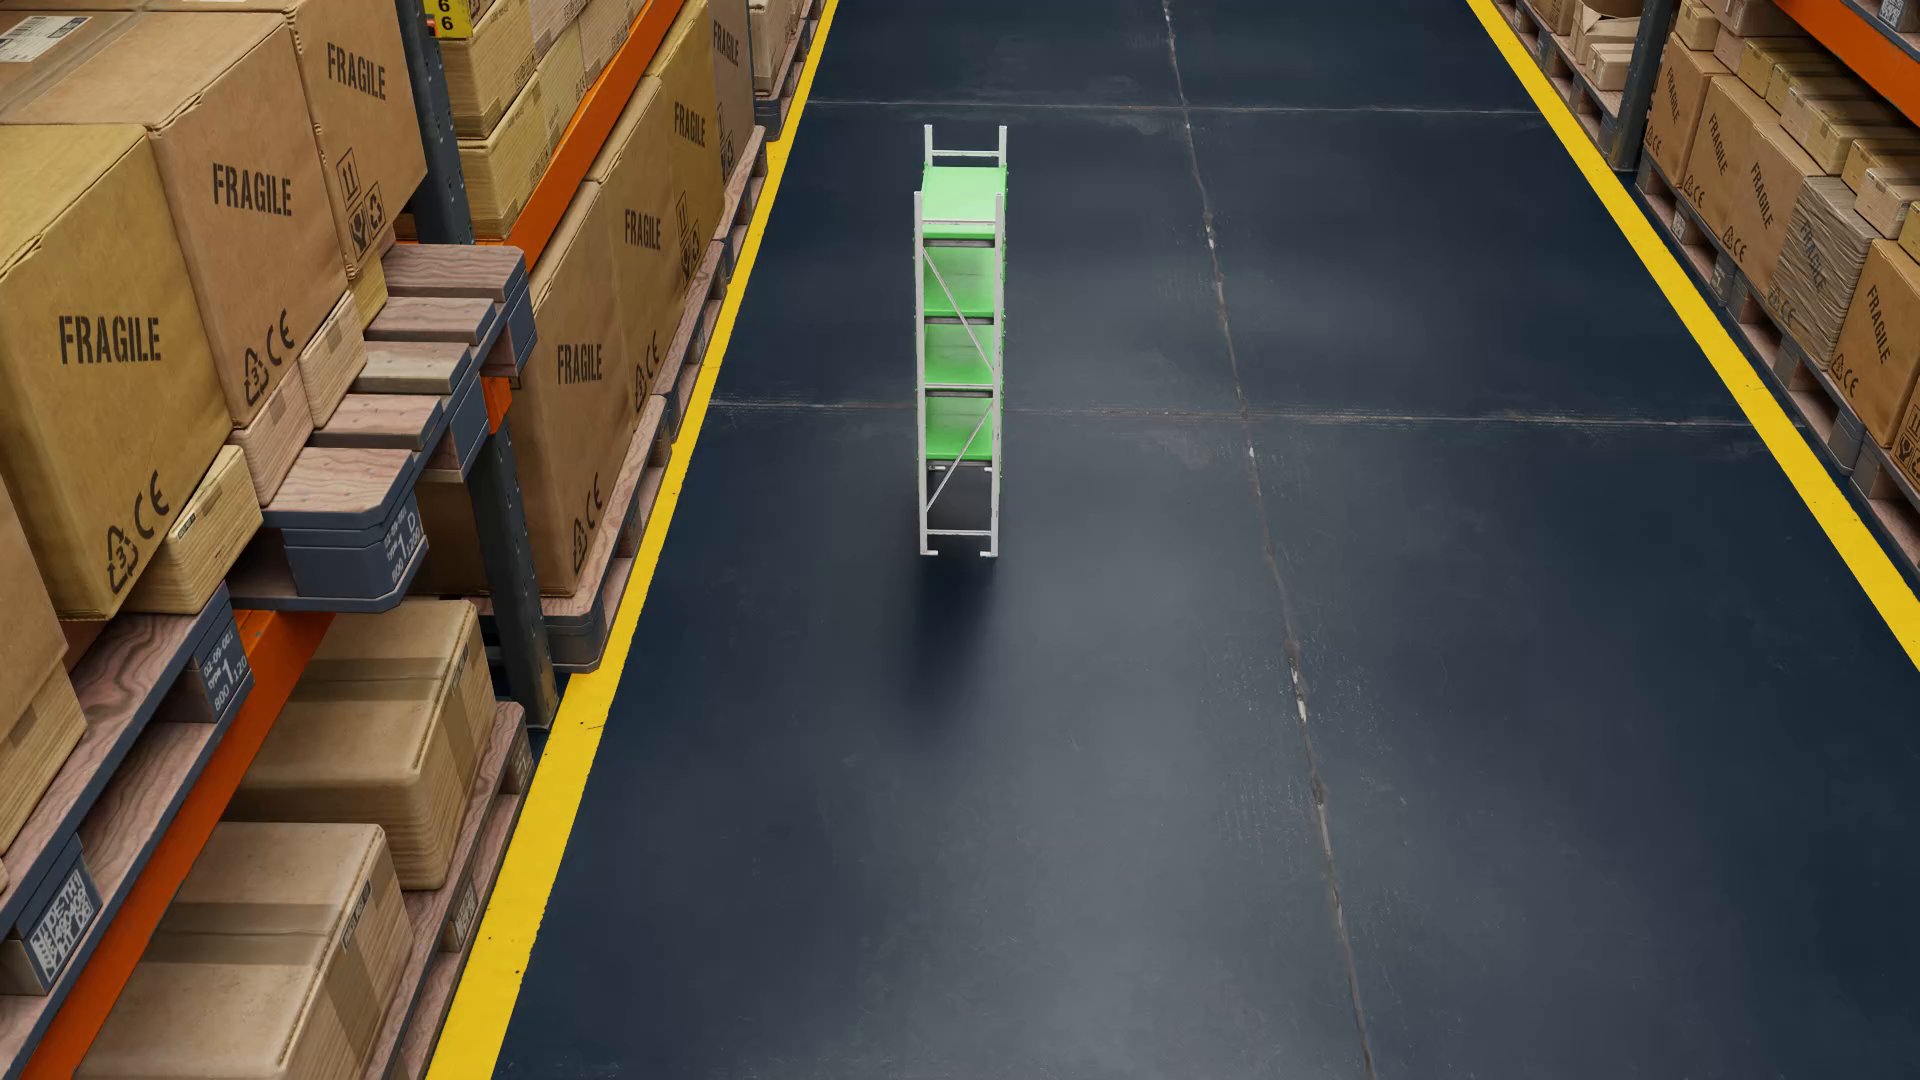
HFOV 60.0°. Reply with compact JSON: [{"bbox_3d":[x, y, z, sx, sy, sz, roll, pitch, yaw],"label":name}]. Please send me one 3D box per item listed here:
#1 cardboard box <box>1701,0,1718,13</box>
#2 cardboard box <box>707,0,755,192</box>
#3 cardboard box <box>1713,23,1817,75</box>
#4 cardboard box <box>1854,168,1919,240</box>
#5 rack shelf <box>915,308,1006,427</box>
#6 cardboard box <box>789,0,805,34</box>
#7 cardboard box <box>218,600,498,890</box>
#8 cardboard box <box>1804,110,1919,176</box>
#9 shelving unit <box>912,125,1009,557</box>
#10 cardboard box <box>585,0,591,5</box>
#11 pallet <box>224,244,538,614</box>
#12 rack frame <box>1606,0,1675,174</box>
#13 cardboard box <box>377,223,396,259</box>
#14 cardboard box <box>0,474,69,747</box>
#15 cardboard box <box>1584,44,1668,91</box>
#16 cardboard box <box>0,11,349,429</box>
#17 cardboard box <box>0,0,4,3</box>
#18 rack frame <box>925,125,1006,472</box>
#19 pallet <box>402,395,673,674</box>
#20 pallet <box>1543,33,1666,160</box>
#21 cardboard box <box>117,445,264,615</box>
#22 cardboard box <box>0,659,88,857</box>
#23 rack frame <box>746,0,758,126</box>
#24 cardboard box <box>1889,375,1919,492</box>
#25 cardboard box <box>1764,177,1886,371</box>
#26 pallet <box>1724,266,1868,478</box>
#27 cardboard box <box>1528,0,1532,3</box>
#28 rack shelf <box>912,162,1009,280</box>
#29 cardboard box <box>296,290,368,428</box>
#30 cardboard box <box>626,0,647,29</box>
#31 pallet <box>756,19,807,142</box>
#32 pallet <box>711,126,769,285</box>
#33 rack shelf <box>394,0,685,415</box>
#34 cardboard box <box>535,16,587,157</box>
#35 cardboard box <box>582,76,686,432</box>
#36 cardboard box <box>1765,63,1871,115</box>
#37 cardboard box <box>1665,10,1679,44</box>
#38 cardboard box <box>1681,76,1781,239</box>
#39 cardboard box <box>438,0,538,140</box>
[{"bbox_3d":[3.290,-2.274,6.862,0.380,0.149,0.250,1,35,1],"label":"cardboard box"},{"bbox_3d":[-1.396,-1.996,6.964,0.875,0.875,0.875,2,35,3],"label":"cardboard box"},{"bbox_3d":[3.295,-1.992,6.721,0.380,0.149,0.250,0,35,1],"label":"cardboard box"},{"bbox_3d":[3.197,-1.106,5.459,0.380,0.149,0.250,0,35,0],"label":"cardboard box"},{"bbox_3d":[0.007,-0.534,5.077,0.258,0.148,0.480,1,35,2],"label":"rack shelf"},{"bbox_3d":[-1.283,-3.047,8.840,0.875,0.438,0.875,0,35,0],"label":"cardboard box"},{"bbox_3d":[-1.644,0.475,3.886,0.950,0.372,0.625,-1,35,-1],"label":"cardboard box"},{"bbox_3d":[3.239,-1.402,5.880,0.380,0.149,0.250,3,35,4],"label":"cardboard box"},{"bbox_3d":[0.007,-0.586,5.040,0.258,1.200,0.503,1,35,2],"label":"shelving unit"},{"bbox_3d":[-1.290,-1.765,4.848,0.500,0.250,0.500,1,35,2],"label":"cardboard box"},{"bbox_3d":[-1.533,-0.263,3.182,1.213,0.211,1.003,1,35,2],"label":"pallet"},{"bbox_3d":[3.509,-2.939,6.823,1.000,3.000,0.127,1,35,2],"label":"rack frame"},{"bbox_3d":[-1.389,-0.628,3.389,0.380,0.149,0.250,3,35,4],"label":"cardboard box"},{"bbox_3d":[-1.404,0.081,1.815,0.500,0.500,0.500,0,35,0],"label":"cardboard box"},{"bbox_3d":[3.238,-2.271,7.987,0.380,0.149,0.250,0,35,0],"label":"cardboard box"},{"bbox_3d":[-1.362,-0.523,2.674,0.500,0.500,0.500,1,35,1],"label":"cardboard box"},{"bbox_3d":[-1.861,-0.834,3.118,0.500,0.500,0.500,0,35,1],"label":"cardboard box"},{"bbox_3d":[0.016,-0.726,5.240,0.240,1.200,0.015,1,35,2],"label":"rack frame"},{"bbox_3d":[-1.504,-0.063,5.157,1.003,0.211,1.213,1,35,2],"label":"pallet"},{"bbox_3d":[3.538,-2.192,8.186,1.003,0.211,1.213,1,35,2],"label":"pallet"},{"bbox_3d":[-1.308,-0.024,2.529,0.380,0.149,0.250,2,35,3],"label":"cardboard box"},{"bbox_3d":[-1.372,0.264,2.119,0.380,0.149,0.250,0,35,0],"label":"cardboard box"},{"bbox_3d":[-1.451,-3.051,6.983,1.000,3.000,0.127,1,35,2],"label":"rack frame"},{"bbox_3d":[3.181,-0.325,4.912,0.500,0.500,0.500,1,35,1],"label":"cardboard box"},{"bbox_3d":[3.202,-0.925,5.765,0.500,0.500,0.500,0,35,0],"label":"cardboard box"},{"bbox_3d":[3.468,-0.627,5.958,1.003,0.211,1.213,1,35,2],"label":"pallet"},{"bbox_3d":[3.356,-3.245,9.067,0.500,0.500,0.500,2,35,3],"label":"cardboard box"},{"bbox_3d":[0.007,-0.926,4.801,0.258,0.148,0.480,1,35,2],"label":"rack shelf"},{"bbox_3d":[-1.293,-0.327,2.960,0.380,0.149,0.250,1,35,1],"label":"cardboard box"},{"bbox_3d":[-1.294,-1.847,5.400,0.500,0.250,0.500,1,35,2],"label":"cardboard box"},{"bbox_3d":[-1.342,-2.345,8.404,1.003,0.211,1.213,1,35,2],"label":"pallet"},{"bbox_3d":[-1.406,-1.465,7.151,1.003,0.211,1.213,1,35,2],"label":"pallet"},{"bbox_3d":[-1.531,-1.608,5.555,1.077,0.370,4.000,1,35,2],"label":"rack shelf"},{"bbox_3d":[-1.337,-1.263,4.568,0.500,0.250,0.500,0,35,1],"label":"cardboard box"},{"bbox_3d":[-1.460,-0.963,5.494,0.875,0.875,0.875,2,35,2],"label":"cardboard box"},{"bbox_3d":[3.299,-1.687,6.286,0.380,0.149,0.250,1,35,1],"label":"cardboard box"},{"bbox_3d":[3.789,-2.567,8.409,0.380,0.149,0.250,1,35,1],"label":"cardboard box"},{"bbox_3d":[3.253,-1.509,6.597,0.500,0.500,0.500,1,35,1],"label":"cardboard box"},{"bbox_3d":[-1.344,-1.182,4.018,0.500,0.250,0.500,1,35,2],"label":"cardboard box"}]
